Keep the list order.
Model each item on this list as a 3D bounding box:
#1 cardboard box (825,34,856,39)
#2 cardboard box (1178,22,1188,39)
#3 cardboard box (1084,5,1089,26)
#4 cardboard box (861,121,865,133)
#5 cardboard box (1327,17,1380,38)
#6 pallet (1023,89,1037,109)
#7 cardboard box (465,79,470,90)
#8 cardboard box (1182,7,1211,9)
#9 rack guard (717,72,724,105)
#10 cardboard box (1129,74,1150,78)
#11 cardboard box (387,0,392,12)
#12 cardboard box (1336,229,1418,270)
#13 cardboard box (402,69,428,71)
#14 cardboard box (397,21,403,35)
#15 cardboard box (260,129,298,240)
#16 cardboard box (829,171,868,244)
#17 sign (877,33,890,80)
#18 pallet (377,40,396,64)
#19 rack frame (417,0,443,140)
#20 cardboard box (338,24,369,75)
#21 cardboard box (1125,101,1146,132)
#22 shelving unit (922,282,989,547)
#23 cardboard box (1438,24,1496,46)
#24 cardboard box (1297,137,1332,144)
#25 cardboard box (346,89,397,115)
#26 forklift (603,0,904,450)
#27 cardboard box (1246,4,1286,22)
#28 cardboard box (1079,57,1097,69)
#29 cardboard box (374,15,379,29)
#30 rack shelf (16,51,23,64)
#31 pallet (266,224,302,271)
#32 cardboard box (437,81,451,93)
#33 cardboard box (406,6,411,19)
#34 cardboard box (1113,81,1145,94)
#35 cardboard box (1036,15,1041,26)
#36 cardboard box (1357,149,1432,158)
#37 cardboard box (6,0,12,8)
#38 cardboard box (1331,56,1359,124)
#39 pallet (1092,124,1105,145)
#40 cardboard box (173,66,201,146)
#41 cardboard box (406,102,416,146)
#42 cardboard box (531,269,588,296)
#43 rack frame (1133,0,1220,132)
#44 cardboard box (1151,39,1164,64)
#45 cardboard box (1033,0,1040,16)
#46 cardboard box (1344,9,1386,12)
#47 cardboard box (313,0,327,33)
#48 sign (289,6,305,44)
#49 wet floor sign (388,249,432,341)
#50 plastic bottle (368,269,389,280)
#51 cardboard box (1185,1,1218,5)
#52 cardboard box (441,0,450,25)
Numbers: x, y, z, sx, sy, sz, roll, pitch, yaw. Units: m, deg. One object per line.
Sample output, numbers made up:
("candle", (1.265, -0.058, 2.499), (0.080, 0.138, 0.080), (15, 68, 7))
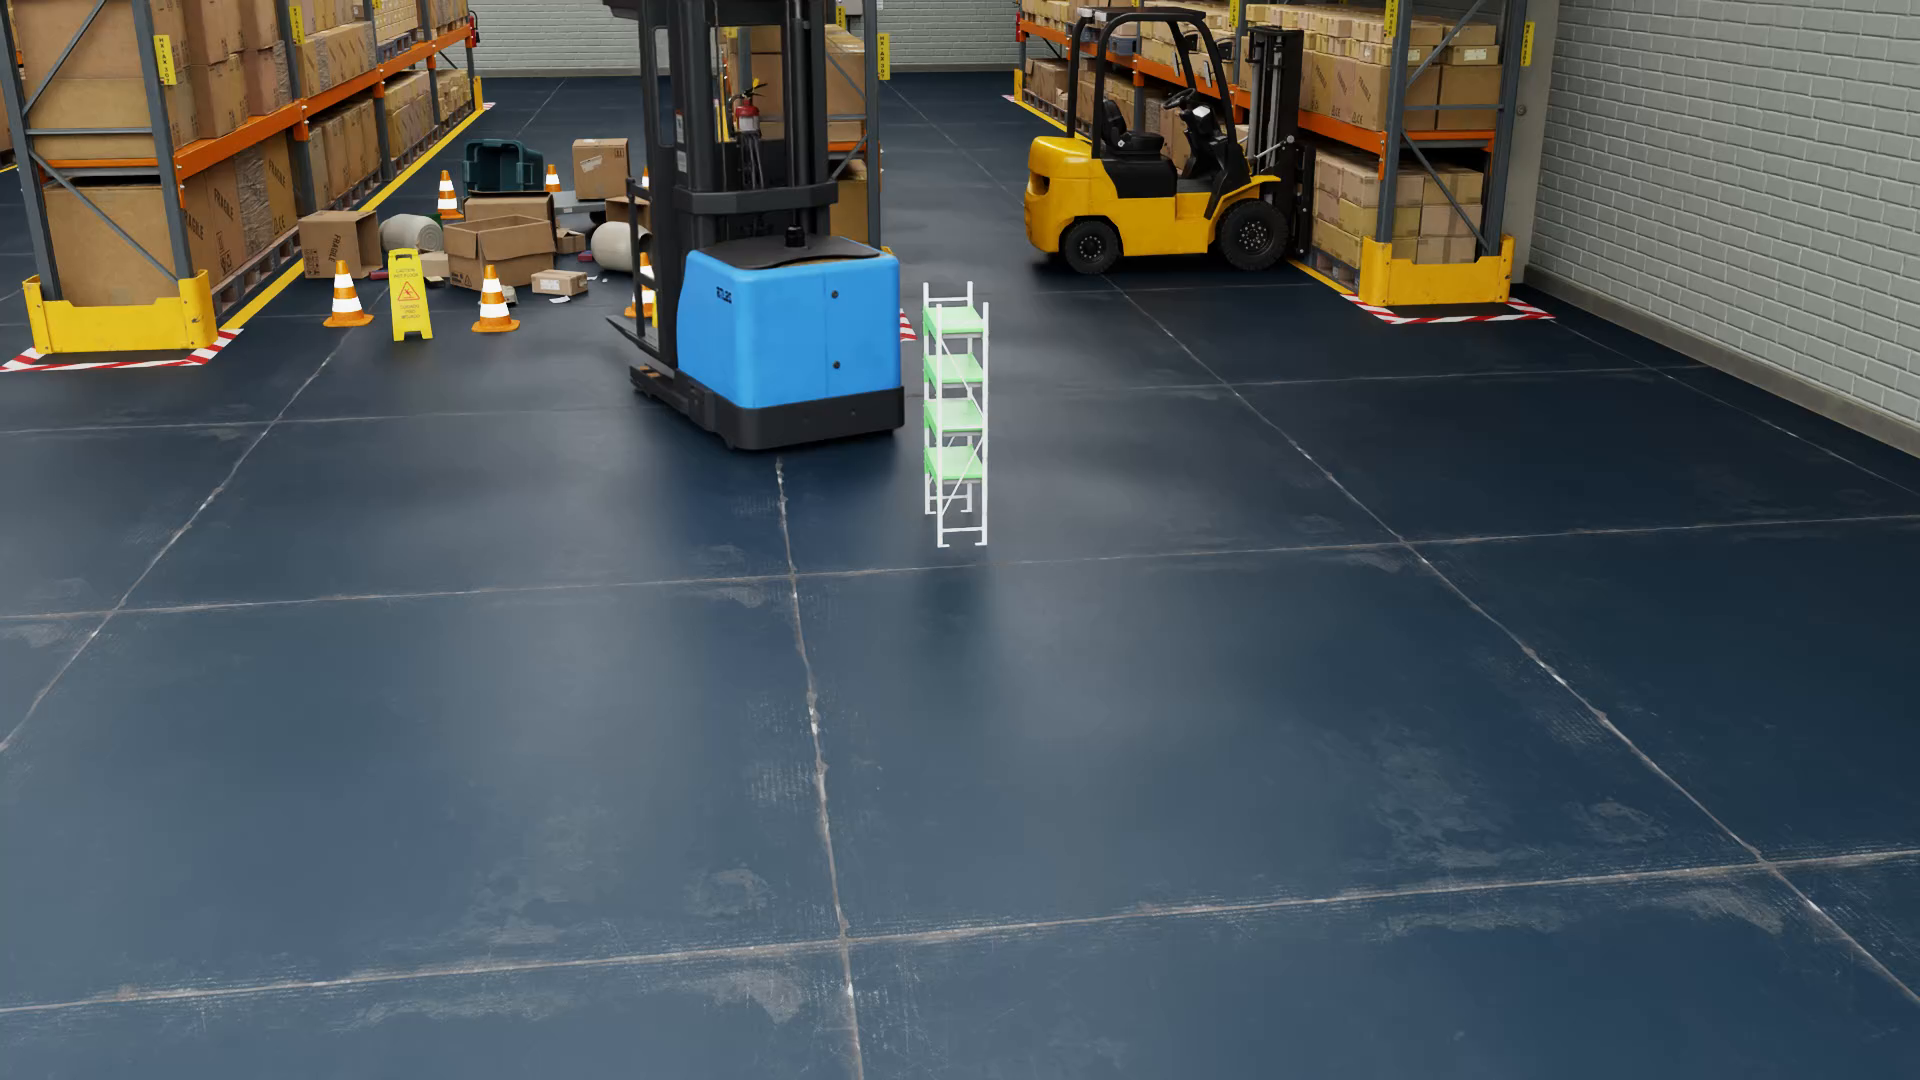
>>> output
("cardboard box", (-1.130, -3.994, 14.056), (0.500, 0.500, 0.500), (-3, 21, -9))
("cardboard box", (2.706, -5.587, 18.388), (0.500, 0.250, 0.500), (-3, 21, -7))
("cardboard box", (1.900, -7.139, 22.634), (0.396, 0.266, 0.258), (-2, 21, -5))
("cardboard box", (-0.955, -3.292, 13.102), (0.380, 0.149, 0.250), (-4, 21, -9))
("cardboard box", (3.309, -4.302, 13.951), (0.380, 0.149, 0.250), (-2, 21, -6))
("pallet", (1.630, -7.282, 27.411), (1.003, 0.211, 1.213), (-3, 21, -8))
("cardboard box", (-7.934, -7.186, 26.219), (0.380, 0.149, 0.250), (-3, 21, -9))
("cardboard box", (2.607, -5.900, 18.655), (0.380, 0.149, 0.250), (-2, 21, -7))
("rack guard", (-3.412, -7.476, 27.518), (1.175, 0.500, 0.348), (-3, 21, -8))
("cardboard box", (2.554, -6.362, 23.009), (0.380, 0.149, 0.250), (-2, 21, -6))
("cardboard box", (-7.205, -6.567, 20.419), (0.380, 0.149, 0.250), (-2, 21, -6))
("cardboard box", (3.429, -2.406, 13.701), (0.500, 0.250, 0.500), (-3, 21, -7))
("cardboard box", (-8.553, -7.295, 26.086), (0.380, 0.149, 0.250), (-4, 21, -10))
("cardboard box", (-7.272, -6.470, 21.010), (0.380, 0.149, 0.250), (-2, 21, -5))
("cardboard box", (-6.541, -3.179, 14.878), (0.875, 0.875, 0.875), (-3, 21, -7))
("cardboard box", (-0.949, -2.660, 13.310), (0.500, 0.500, 0.500), (-4, 21, -10))
("sign", (-0.565, -3.532, 12.148), (0.100, 0.325, 0.005), (-3, 21, -8))
("pallet", (-7.347, -5.736, 19.560), (1.213, 0.211, 1.003), (-3, 21, -8))
("rack frame", (-7.716, -6.969, 22.588), (1.000, 3.000, 0.127), (-3, 21, -8))
("cardboard box", (-6.738, -5.316, 18.019), (0.500, 0.500, 0.500), (-3, 21, -8))
("cardboard box", (2.382, -5.282, 21.043), (0.500, 0.500, 0.500), (-2, 21, -6))
("shelving unit", (-0.024, -0.619, 8.160), (0.258, 1.200, 0.503), (-3, 21, -8))
("cardboard box", (3.972, -3.968, 13.057), (0.380, 0.149, 0.250), (-3, 21, -9))
("cardboard box", (3.139, -3.580, 15.415), (0.500, 0.250, 0.500), (-2, 21, -6))
("cardboard box", (-6.999, -5.212, 19.785), (0.500, 0.250, 0.500), (-4, 21, -10))
("forklift", (-1.489, -2.350, 10.319), (1.130, 2.935, 3.031), (-11, 23, -27))
("cardboard box", (2.985, -5.100, 16.090), (0.380, 0.149, 0.250), (-2, 21, -7))
("cardboard box", (1.928, -6.840, 23.862), (0.380, 0.149, 0.250), (-3, 21, -9))
("cardboard box", (-7.051, -6.074, 19.525), (0.380, 0.149, 0.250), (-2, 21, -5))
("rack shelf", (-12.350, -5.724, 20.284), (1.077, 0.370, 4.000), (-3, 21, -8))
("pallet", (-6.530, -2.626, 14.945), (1.003, 0.211, 1.213), (-3, 21, -8))
("cardboard box", (-7.643, -6.604, 24.234), (0.380, 0.149, 0.250), (-2, 21, -7))
("cardboard box", (-7.391, -6.883, 21.690), (0.380, 0.149, 0.250), (-2, 21, -5))
("cardboard box", (2.240, -5.975, 21.971), (0.380, 0.149, 0.250), (-3, 21, -9))
("cardboard box", (1.415, -8.196, 26.233), (0.380, 0.149, 0.250), (-4, 21, -9))
("cardboard box", (3.790, -3.250, 14.532), (0.500, 0.250, 0.500), (-3, 21, -8))
("cardboard box", (-12.538, -7.050, 21.228), (0.797, 0.503, 0.637), (-3, 21, -9))
("cardboard box", (3.413, -3.735, 13.786), (0.500, 0.500, 0.500), (-2, 21, -6))
("pallet", (2.413, -5.496, 22.630), (1.003, 0.211, 1.213), (-3, 21, -8))
("cardboard box", (-6.185, -3.200, 12.283), (0.875, 0.550, 0.550), (-3, 21, -8))
("cardboard box", (-7.143, -5.219, 20.875), (0.500, 0.500, 0.500), (-3, 21, -9))
("cardboard box", (-3.290, -2.115, 13.667), (0.380, 0.149, 0.250), (8, 22, 20))
("rack frame", (2.656, -6.120, 20.316), (1.000, 3.000, 0.127), (-3, 21, -8))
("cardboard box", (2.546, -5.710, 19.431), (0.500, 0.250, 0.500), (-3, 21, -9))
("cardboard box", (1.451, -8.439, 26.313), (0.500, 0.250, 0.500), (-3, 21, -9))
("cardboard box", (3.740, -4.776, 15.221), (0.380, 0.149, 0.250), (-3, 21, -9))
("cardboard box", (-6.860, -5.414, 16.853), (0.700, 0.500, 0.500), (-3, 21, -8))
("sign", (-6.013, -4.670, 15.083), (0.100, 0.325, 0.005), (-3, 21, -8))
("wet floor sign", (-4.022, -1.801, 12.117), (0.267, 0.644, 0.232), (-7, 21, -17))
("plastic bottle", (-4.895, -2.271, 14.209), (0.283, 0.061, 0.133), (-11, 23, -26))
("cardboard box", (2.903, -6.369, 19.911), (0.380, 0.149, 0.250), (-2, 21, -6))
("cardboard box", (-7.653, -7.687, 23.941), (0.500, 0.500, 0.500), (-3, 21, -9))
